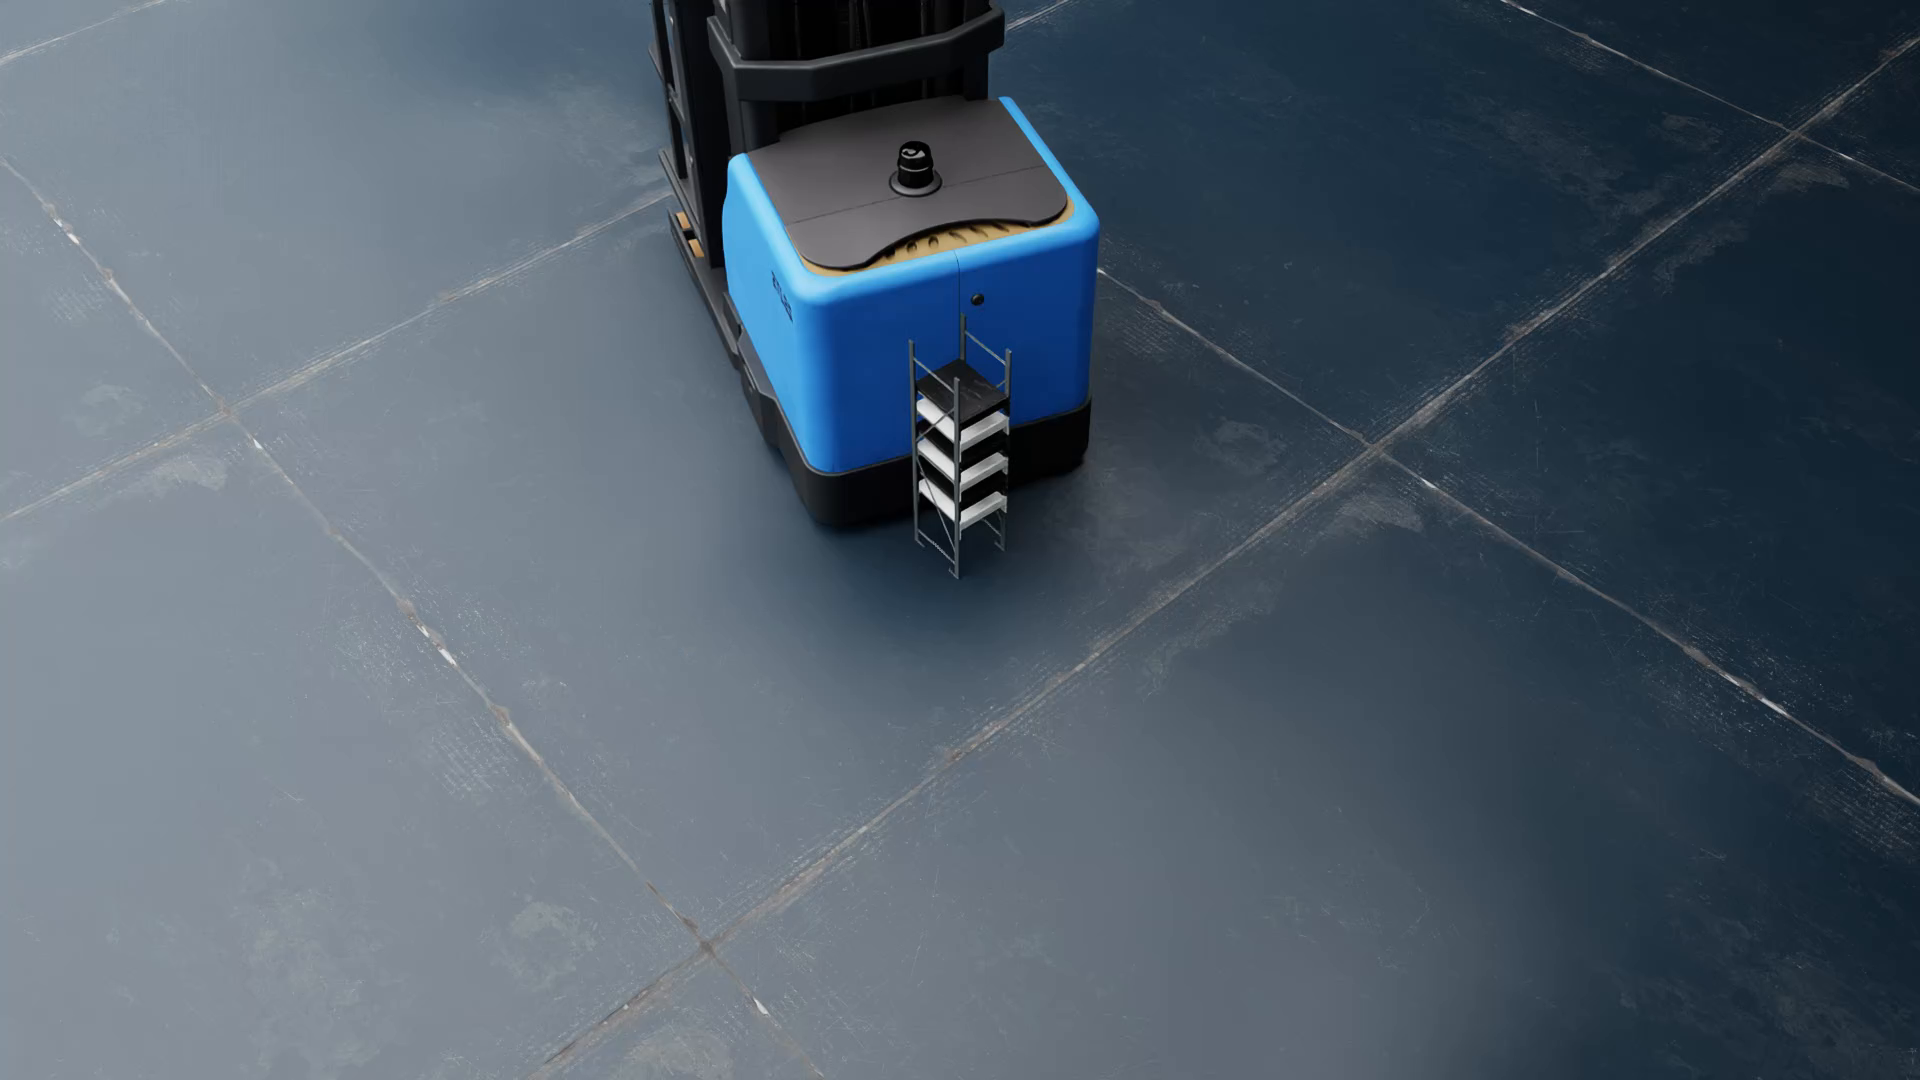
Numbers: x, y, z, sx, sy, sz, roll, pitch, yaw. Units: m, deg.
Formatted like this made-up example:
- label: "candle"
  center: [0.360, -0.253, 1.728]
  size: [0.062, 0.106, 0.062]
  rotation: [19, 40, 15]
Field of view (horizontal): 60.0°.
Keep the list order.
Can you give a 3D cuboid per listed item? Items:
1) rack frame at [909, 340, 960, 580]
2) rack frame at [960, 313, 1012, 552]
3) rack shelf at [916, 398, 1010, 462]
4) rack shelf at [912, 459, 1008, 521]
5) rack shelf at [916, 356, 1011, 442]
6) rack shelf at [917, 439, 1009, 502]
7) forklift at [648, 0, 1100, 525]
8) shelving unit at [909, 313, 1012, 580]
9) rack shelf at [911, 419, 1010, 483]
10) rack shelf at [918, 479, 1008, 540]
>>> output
- label: "rack frame"
  center: [-0.079, -0.239, 5.358]
  size: [0.006, 0.900, 0.240]
  rotation: [-31, 54, -25]
- label: "rack frame"
  center: [0.079, -0.333, 5.445]
  size: [0.006, 0.900, 0.240]
  rotation: [-31, 54, -25]
- label: "rack shelf"
  center: [0.000, -0.386, 5.294]
  size: [0.200, 0.077, 0.258]
  rotation: [-31, 54, -25]
- label: "rack shelf"
  center: [0.000, -0.203, 5.493]
  size: [0.200, 0.077, 0.258]
  rotation: [-31, 54, -25]
- label: "rack shelf"
  center: [0.000, -0.447, 5.228]
  size: [0.200, 0.077, 0.258]
  rotation: [-31, 54, -25]
- label: "rack shelf"
  center: [0.000, -0.264, 5.426]
  size: [0.200, 0.077, 0.258]
  rotation: [-31, 54, -25]
- label: "forklift"
  center: [-0.546, -2.149, 5.739]
  size: [1.130, 2.935, 3.031]
  rotation: [-16, 49, -14]
- label: "shelving unit"
  center: [0.000, -0.286, 5.402]
  size: [0.210, 0.900, 0.258]
  rotation: [-31, 54, -25]
- label: "rack shelf"
  center: [0.000, -0.325, 5.360]
  size: [0.200, 0.077, 0.258]
  rotation: [-31, 54, -25]
- label: "rack shelf"
  center: [0.000, -0.142, 5.559]
  size: [0.200, 0.077, 0.258]
  rotation: [-31, 54, -25]
